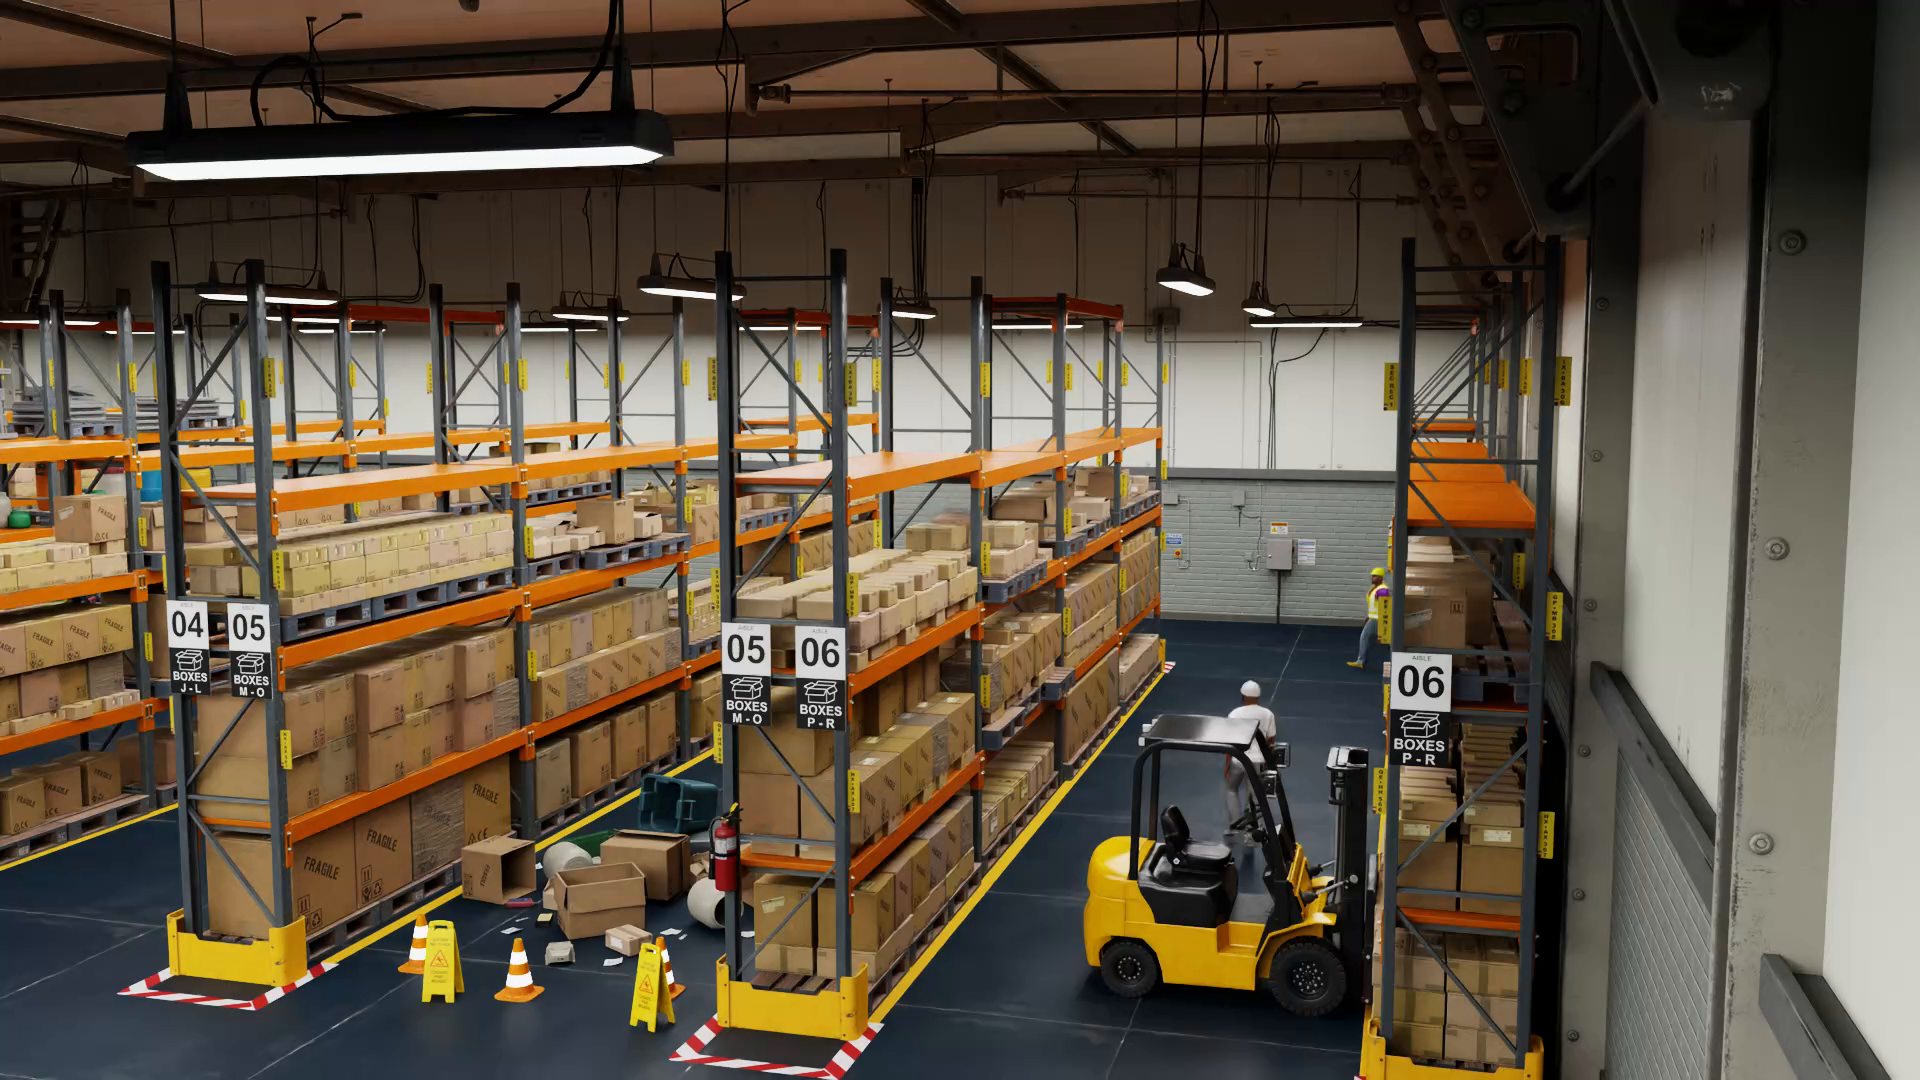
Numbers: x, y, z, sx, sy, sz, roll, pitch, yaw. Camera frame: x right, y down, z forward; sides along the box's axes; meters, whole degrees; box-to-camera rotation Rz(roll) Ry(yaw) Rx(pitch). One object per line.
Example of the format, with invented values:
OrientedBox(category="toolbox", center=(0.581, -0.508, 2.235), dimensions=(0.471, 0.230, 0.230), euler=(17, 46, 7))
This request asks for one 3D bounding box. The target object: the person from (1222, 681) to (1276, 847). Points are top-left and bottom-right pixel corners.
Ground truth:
OrientedBox(category="person", center=(3.115, 2.401, 17.895), dimensions=(0.580, 1.763, 0.598), euler=(0, 6, 1))

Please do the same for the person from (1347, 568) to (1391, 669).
OrientedBox(category="person", center=(7.105, 1.325, 28.183), dimensions=(1.019, 1.731, 0.527), euler=(2, 6, 18))
